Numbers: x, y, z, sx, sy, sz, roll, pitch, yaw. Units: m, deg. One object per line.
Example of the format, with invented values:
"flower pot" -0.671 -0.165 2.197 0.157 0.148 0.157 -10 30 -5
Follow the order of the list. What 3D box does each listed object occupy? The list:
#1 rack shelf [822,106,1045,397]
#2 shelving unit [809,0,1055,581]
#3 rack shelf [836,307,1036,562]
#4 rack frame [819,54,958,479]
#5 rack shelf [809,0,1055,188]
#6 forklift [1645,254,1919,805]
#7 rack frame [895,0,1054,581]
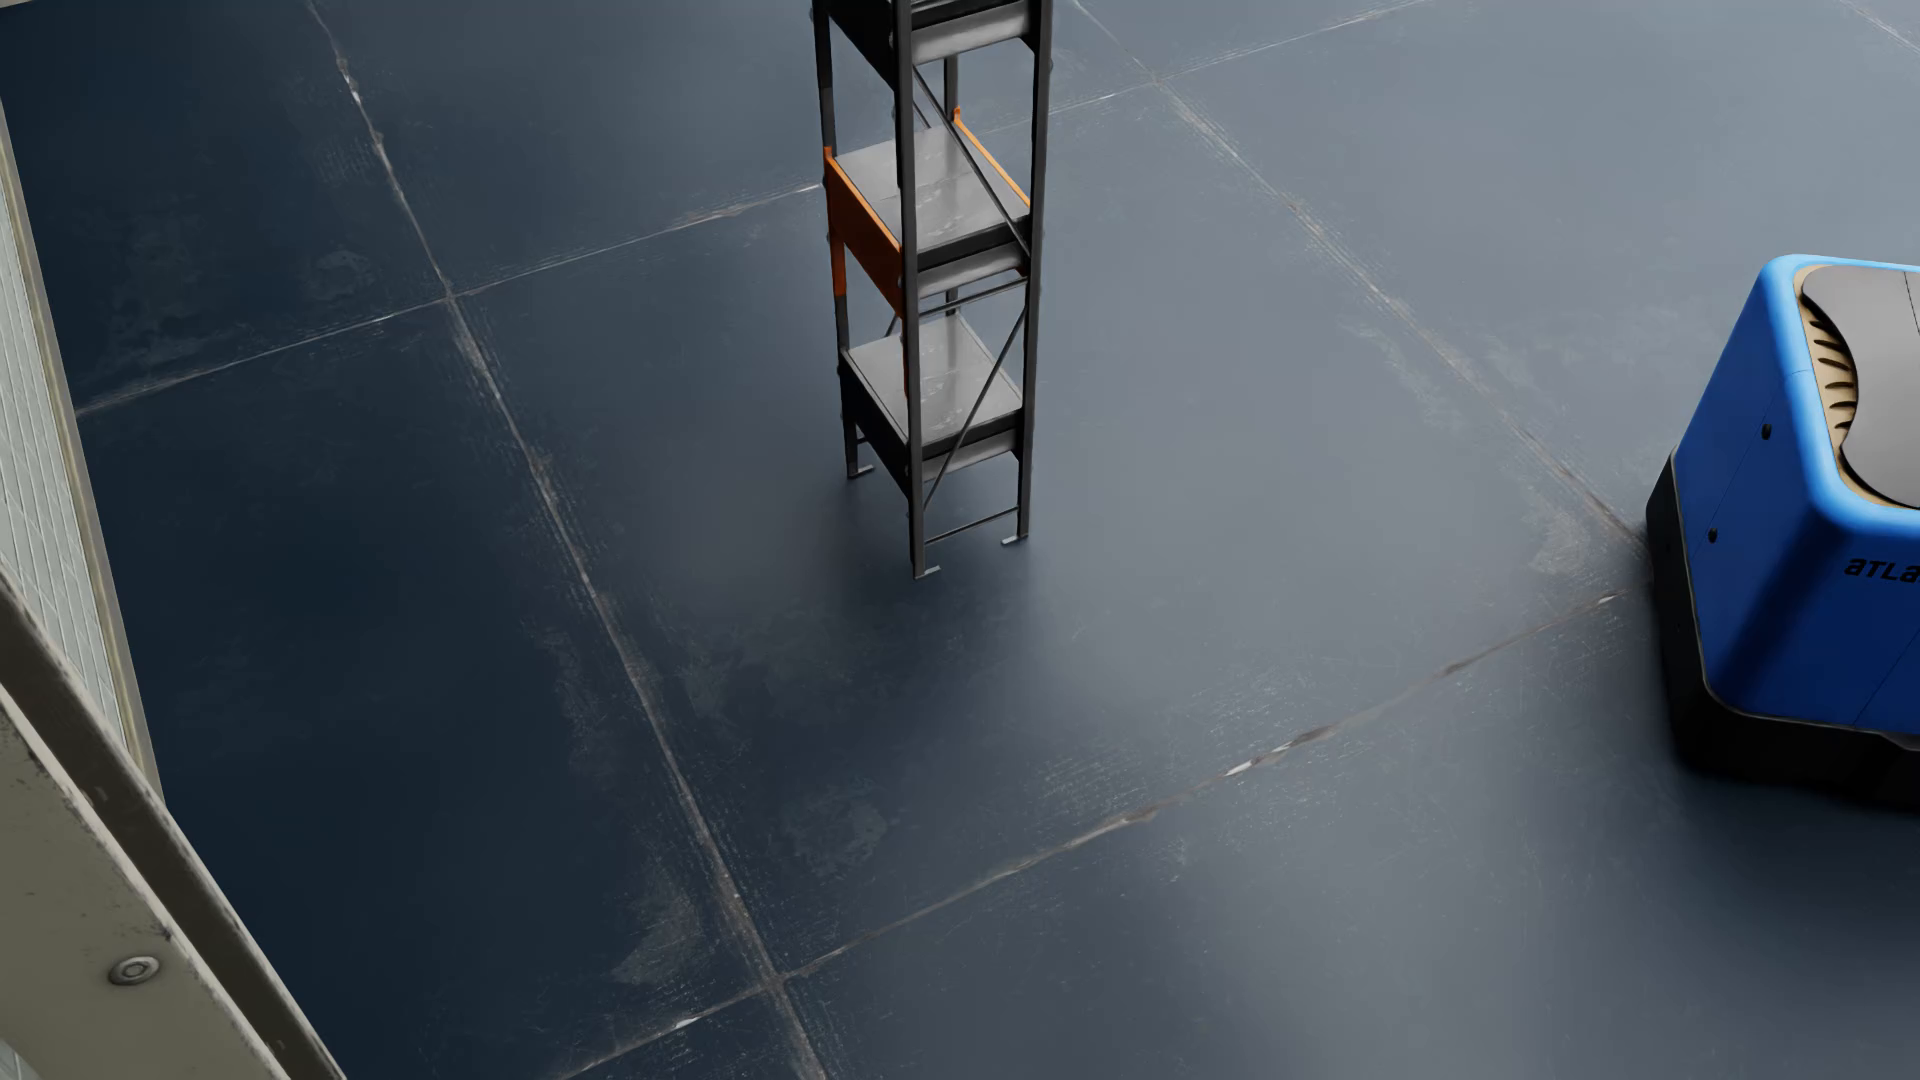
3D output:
"rack shelf" -0.076 -0.793 4.567 0.431 0.518 0.480 -21 52 -18
"shelving unit" -0.076 -0.802 4.557 0.431 2.100 0.503 -21 52 -18
"rack shelf" -0.076 -0.332 5.094 0.431 0.518 0.480 -21 52 -18
"rack frame" -0.187 -0.965 4.699 0.400 2.100 0.015 -21 52 -18
"rack shelf" -0.076 -1.254 4.040 0.431 0.518 0.480 -21 52 -18
"forklift" 3.577 -0.499 3.739 3.031 2.935 1.130 7 49 6
"rack frame" 0.036 -0.639 4.414 0.400 2.100 0.015 -21 52 -18
